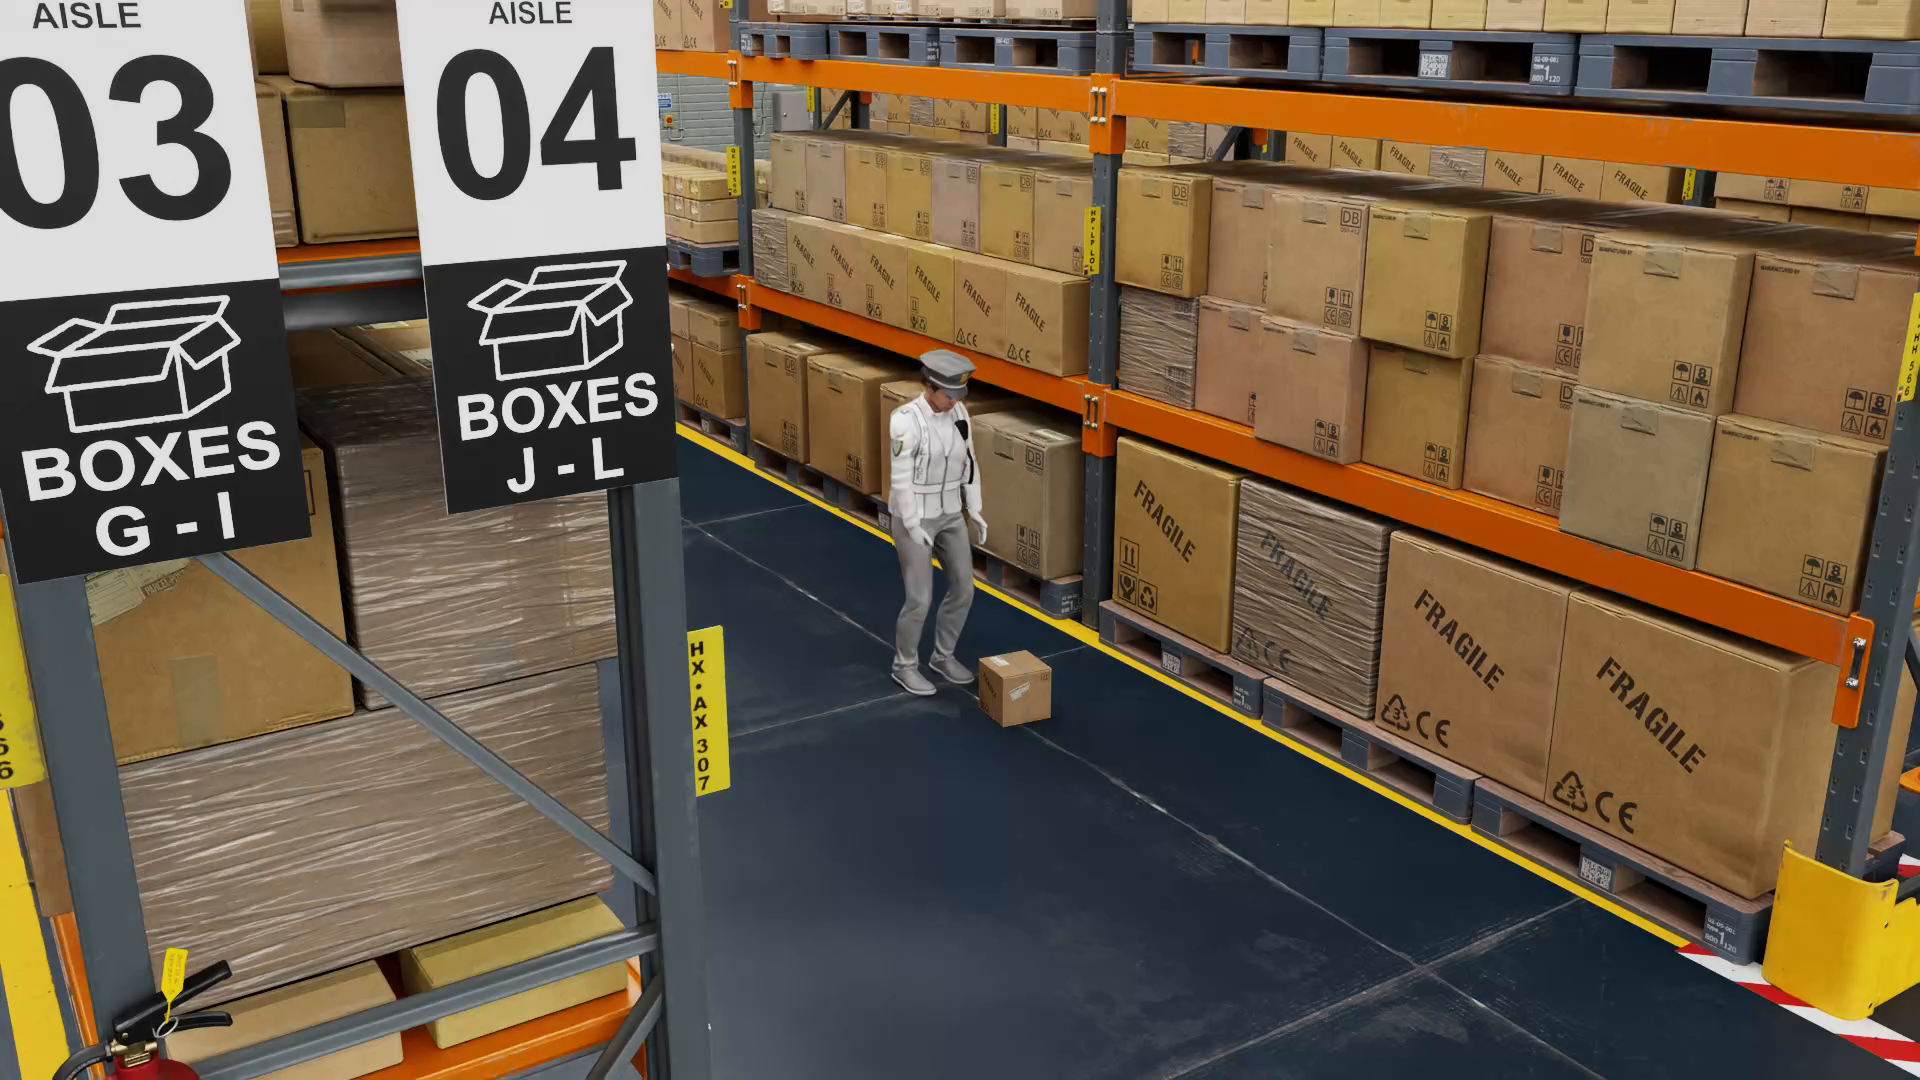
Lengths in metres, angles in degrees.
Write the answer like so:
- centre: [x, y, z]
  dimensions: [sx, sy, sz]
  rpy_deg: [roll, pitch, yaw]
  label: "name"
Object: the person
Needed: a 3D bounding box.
- centre: [-0.107, -0.088, 7.879]
  dimensions: [0.492, 1.641, 0.412]
  rpy_deg: [-14, 23, -37]
  label: "person"
